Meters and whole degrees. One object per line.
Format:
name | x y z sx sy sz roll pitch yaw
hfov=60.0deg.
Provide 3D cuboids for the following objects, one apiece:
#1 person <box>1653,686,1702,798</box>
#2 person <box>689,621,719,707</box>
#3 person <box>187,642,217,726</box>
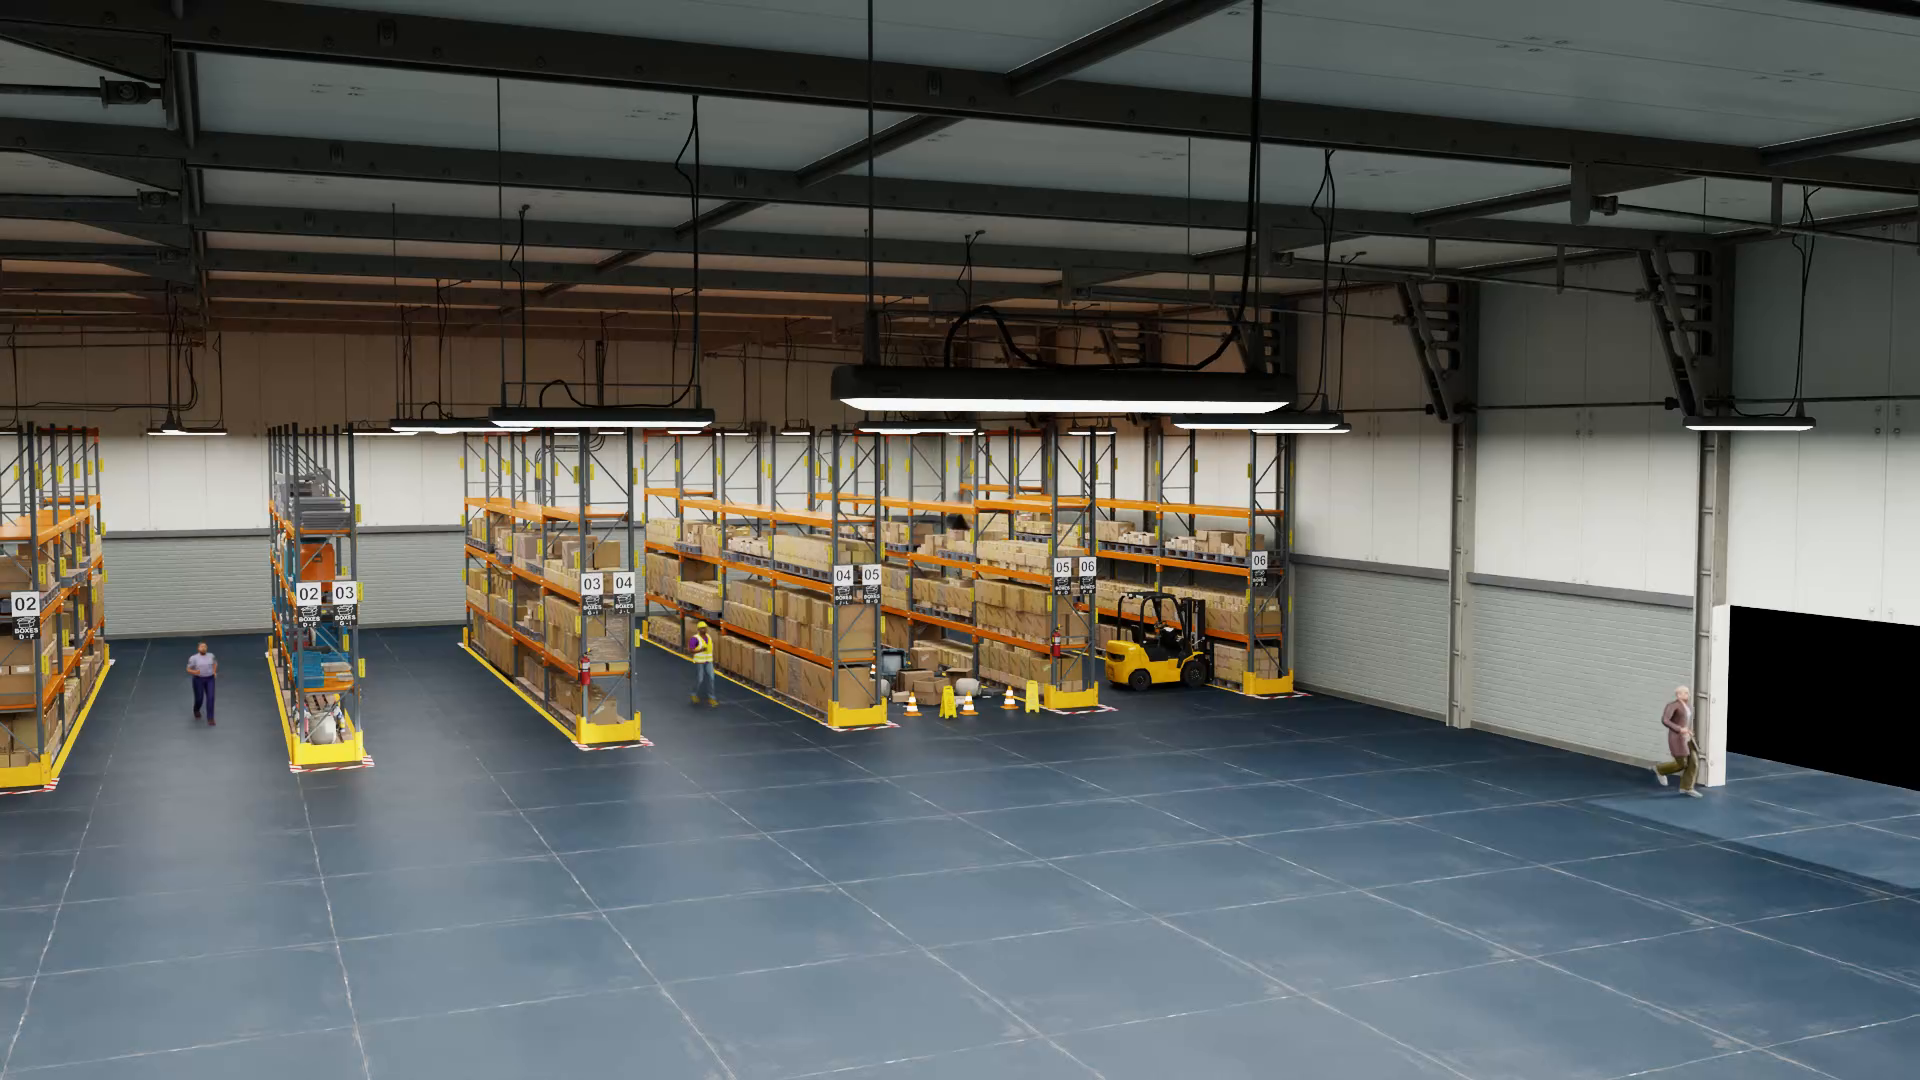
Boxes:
person | 11.567 3.222 26.770 0.750 1.763 0.815 -2 4 -33
person | -5.492 2.635 35.578 0.688 1.784 0.887 -3 4 -39
person | -15.157 2.865 33.311 0.609 1.637 0.921 -3 4 -37
